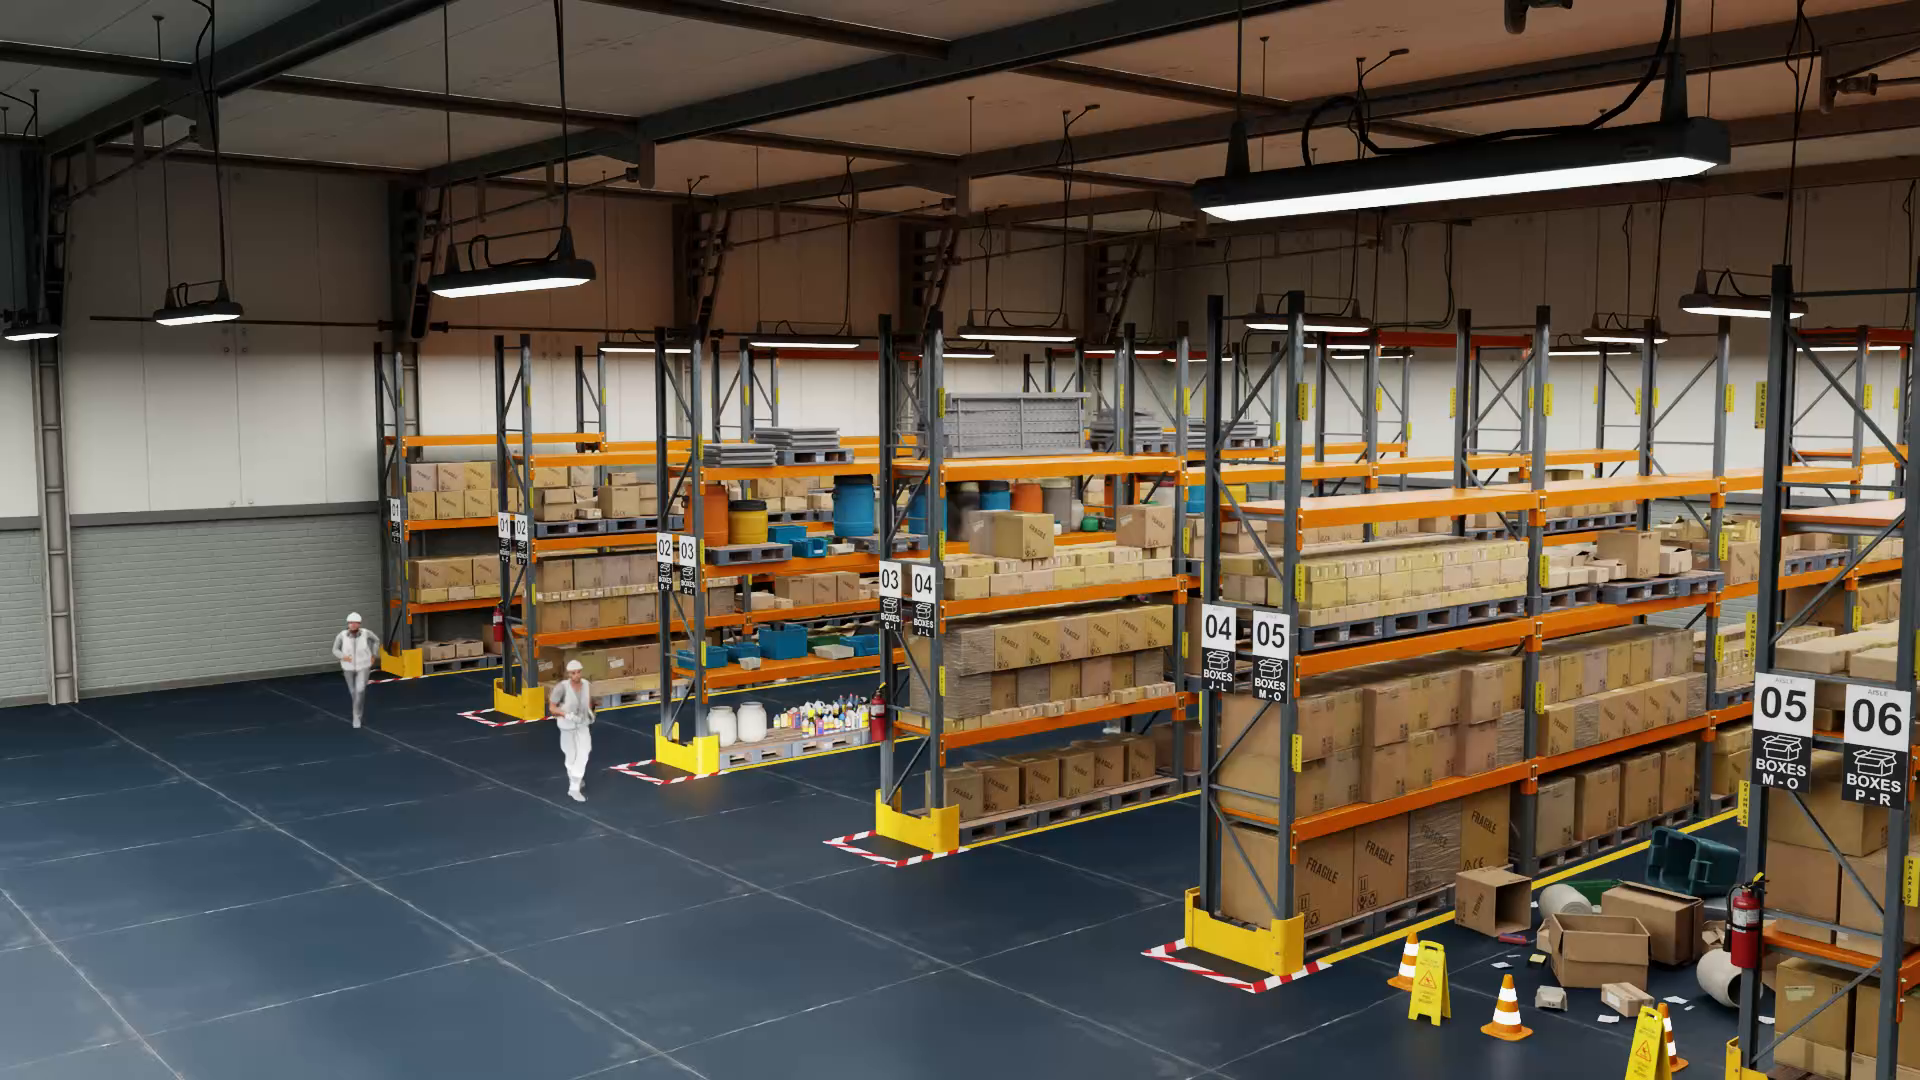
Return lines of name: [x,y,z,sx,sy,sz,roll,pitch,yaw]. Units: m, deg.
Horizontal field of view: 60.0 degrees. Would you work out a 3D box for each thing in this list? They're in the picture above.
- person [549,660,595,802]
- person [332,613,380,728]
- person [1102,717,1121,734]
person: [-4.934,2.366,21.054,0.612,1.766,0.852,-3,6,-26]
person: [-9.306,1.977,25.689,0.674,1.783,0.903,-1,5,-12]
person: [2.154,1.959,23.390,0.657,1.609,0.573,-2,6,-23]
